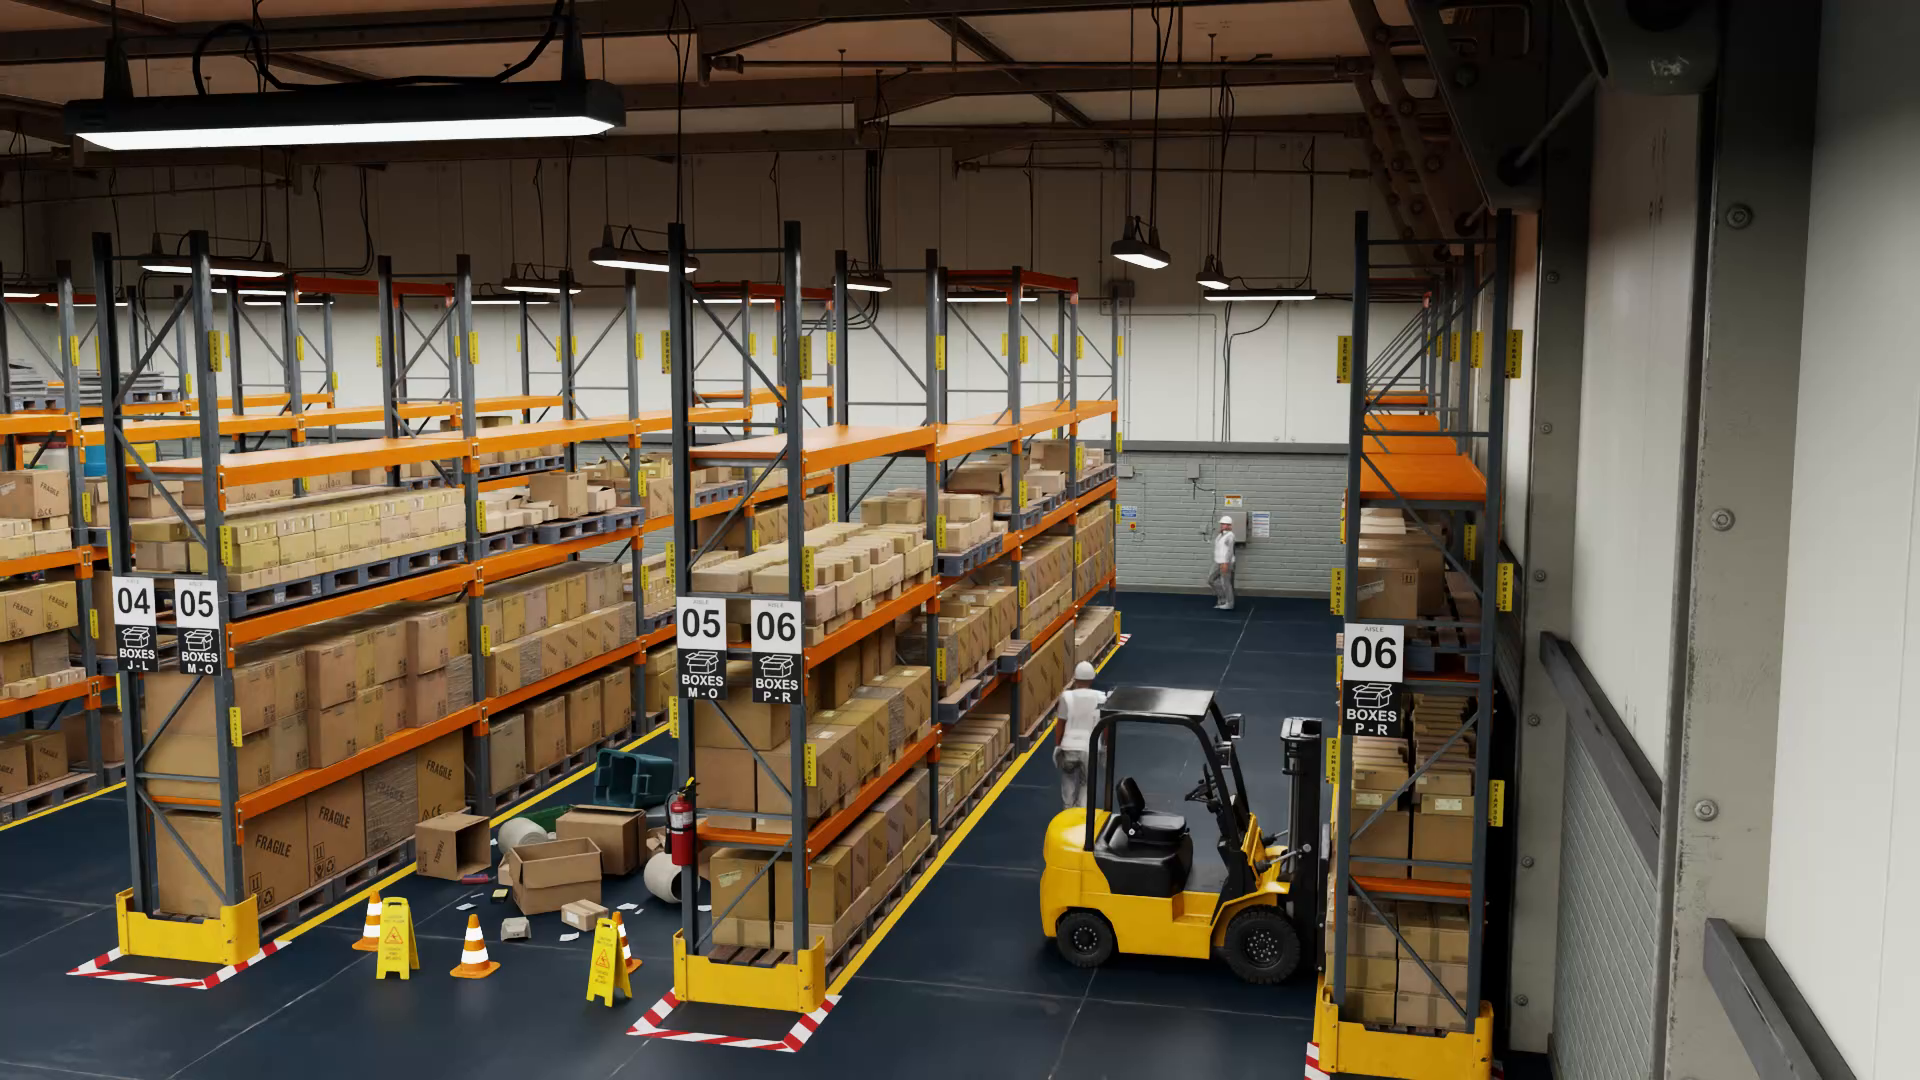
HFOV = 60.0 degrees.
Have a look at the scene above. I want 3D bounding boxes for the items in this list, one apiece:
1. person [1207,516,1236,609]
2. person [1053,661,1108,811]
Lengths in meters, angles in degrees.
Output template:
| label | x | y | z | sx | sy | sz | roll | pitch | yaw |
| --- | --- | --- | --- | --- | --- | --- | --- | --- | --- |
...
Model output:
| label | x | y | z | sx | sy | sz | roll | pitch | yaw |
| --- | --- | --- | --- | --- | --- | --- | --- | --- | --- |
| person | 4.968 | 0.444 | 31.533 | 0.499 | 1.808 | 0.588 | -1 | 7 | -10 |
| person | 1.225 | 2.070 | 16.652 | 0.572 | 1.713 | 0.630 | 1 | 7 | 9 |
